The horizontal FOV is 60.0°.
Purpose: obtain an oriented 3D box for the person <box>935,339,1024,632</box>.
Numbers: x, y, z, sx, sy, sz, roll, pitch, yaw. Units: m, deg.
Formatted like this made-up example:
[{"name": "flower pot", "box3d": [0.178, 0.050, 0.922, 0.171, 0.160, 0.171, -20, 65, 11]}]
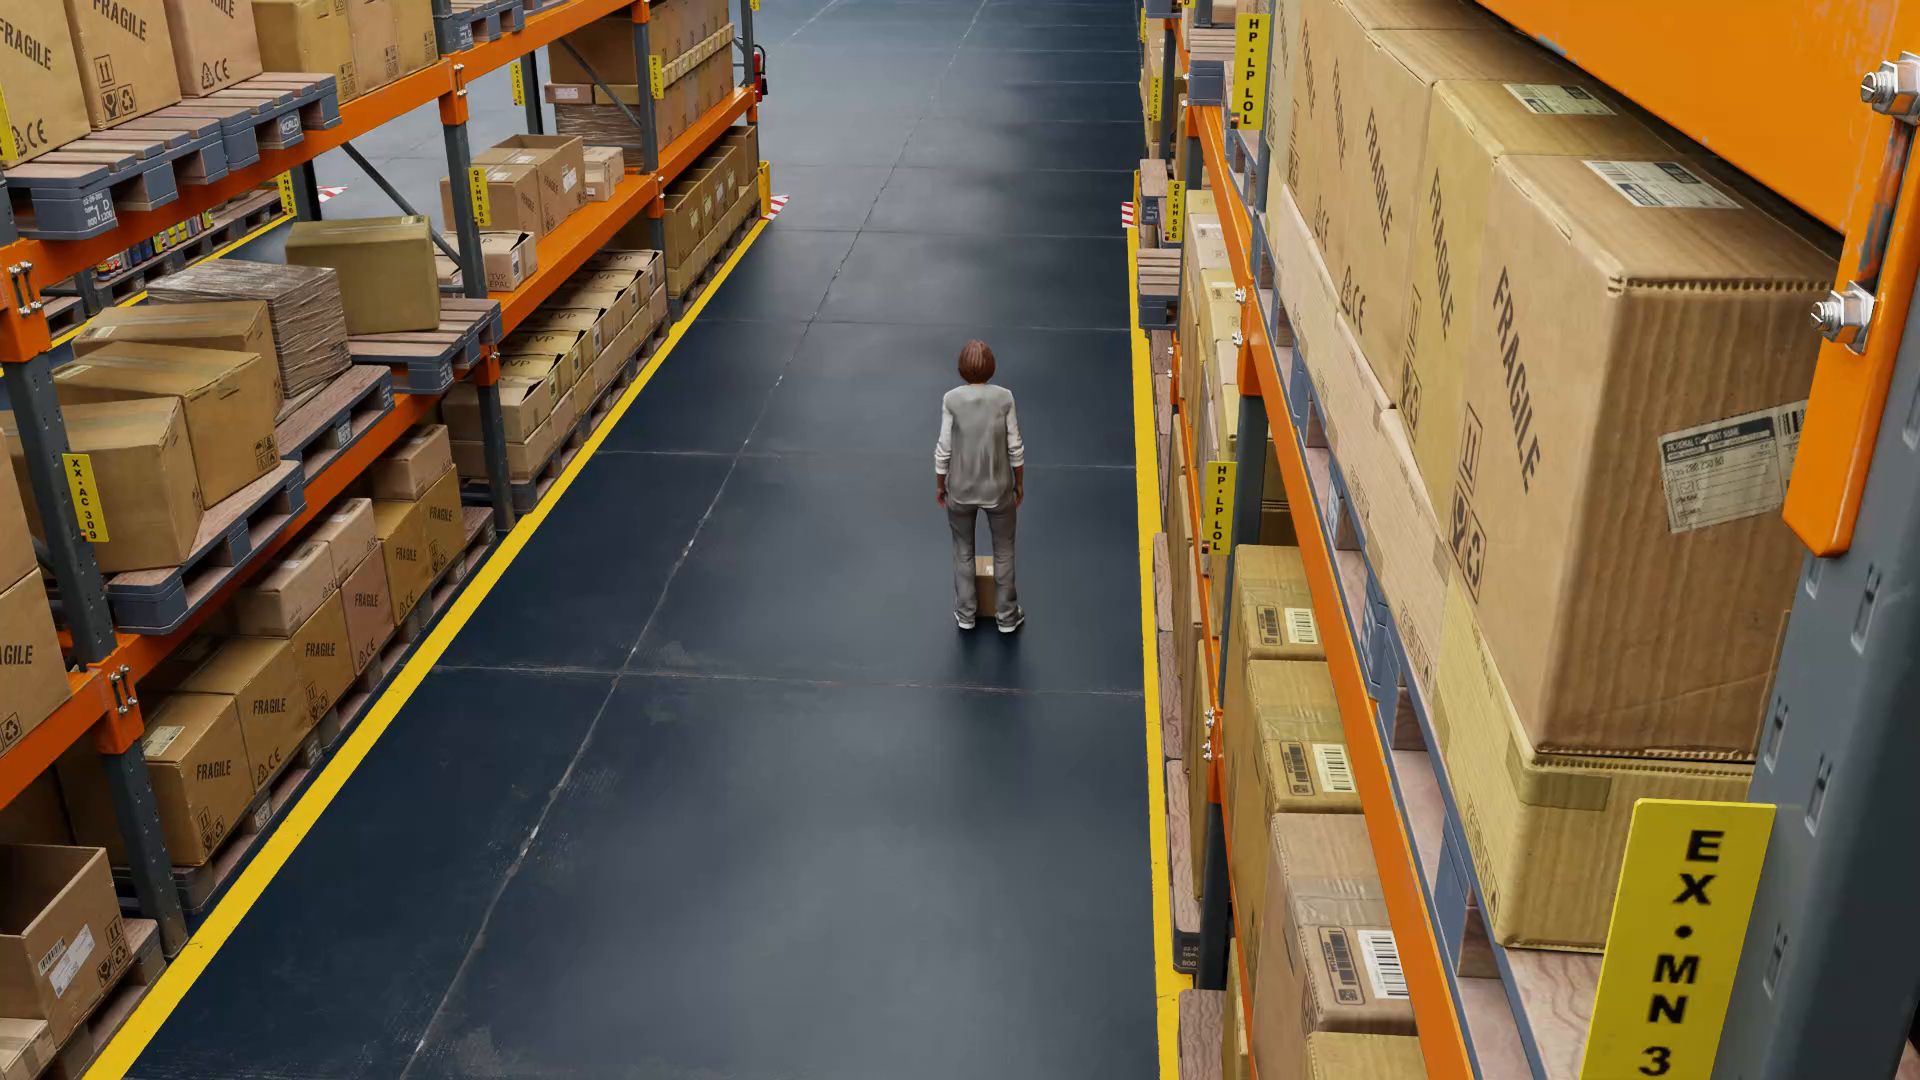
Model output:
[{"name": "person", "box3d": [0.110, -0.262, 8.685, 0.481, 1.591, 0.378, 0, 25, 1]}]
